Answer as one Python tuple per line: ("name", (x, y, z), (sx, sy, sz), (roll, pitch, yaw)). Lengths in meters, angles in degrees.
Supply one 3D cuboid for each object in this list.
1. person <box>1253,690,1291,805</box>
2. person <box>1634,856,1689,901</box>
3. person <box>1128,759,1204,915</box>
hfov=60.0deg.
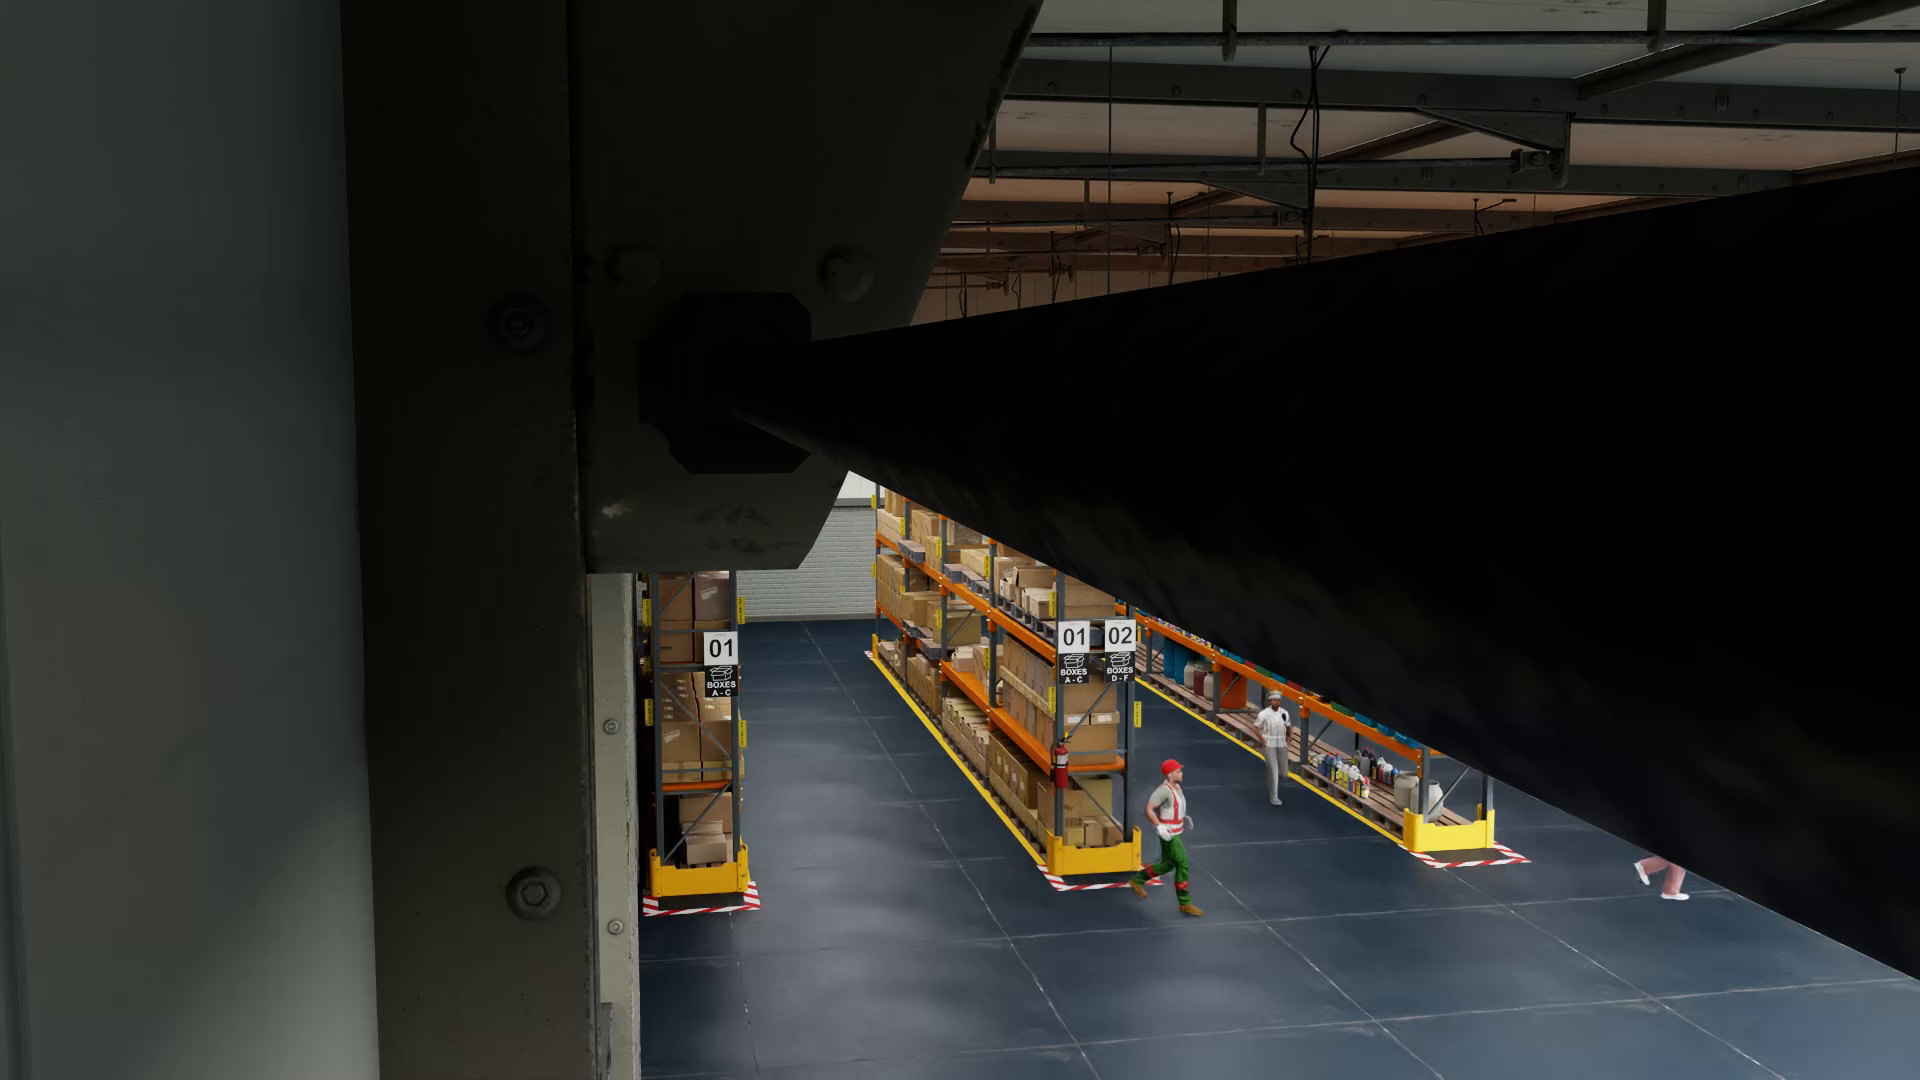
("person", (4.585, 3.008, 24.357), (0.579, 1.653, 0.651), (-1, 6, -10))
("person", (8.424, 3.485, 19.903), (0.611, 1.625, 0.618), (2, 6, 19))
("person", (2.426, 3.452, 19.509), (0.927, 1.791, 0.682), (2, 6, 19))
